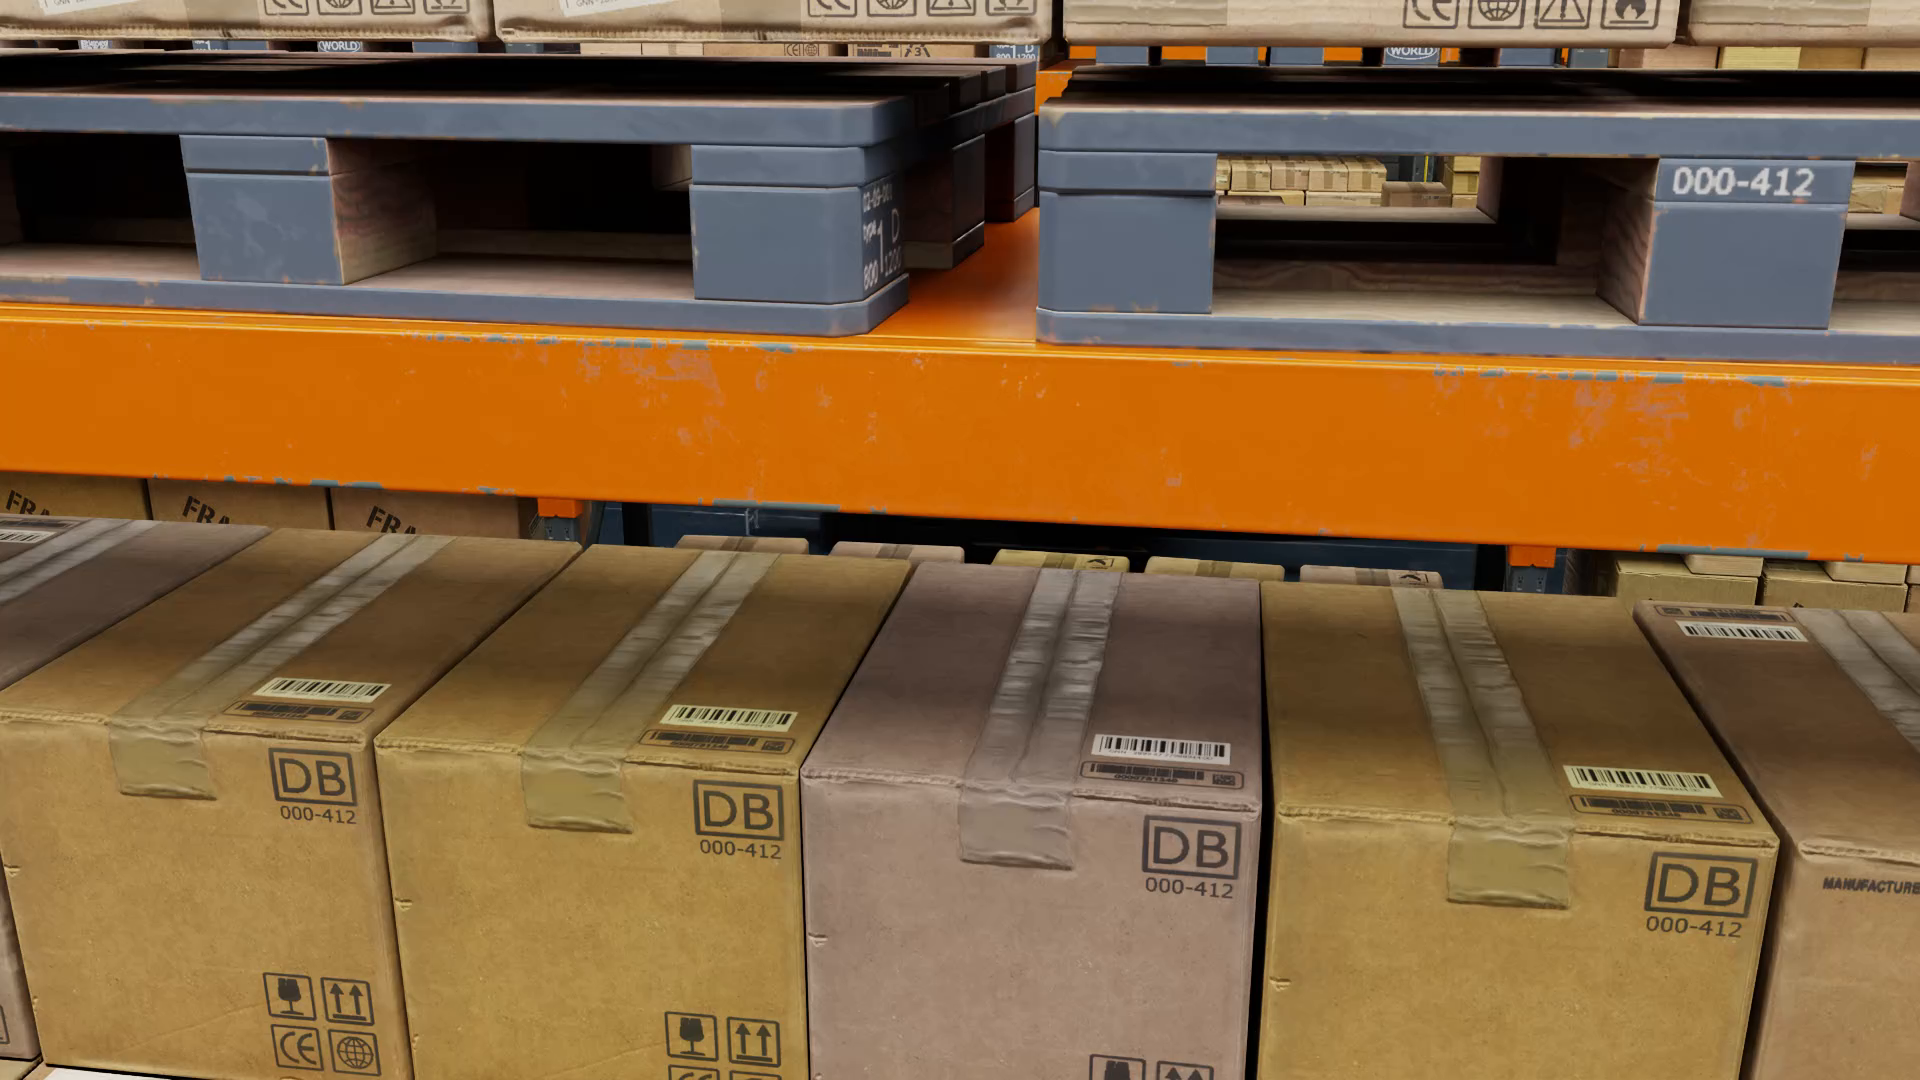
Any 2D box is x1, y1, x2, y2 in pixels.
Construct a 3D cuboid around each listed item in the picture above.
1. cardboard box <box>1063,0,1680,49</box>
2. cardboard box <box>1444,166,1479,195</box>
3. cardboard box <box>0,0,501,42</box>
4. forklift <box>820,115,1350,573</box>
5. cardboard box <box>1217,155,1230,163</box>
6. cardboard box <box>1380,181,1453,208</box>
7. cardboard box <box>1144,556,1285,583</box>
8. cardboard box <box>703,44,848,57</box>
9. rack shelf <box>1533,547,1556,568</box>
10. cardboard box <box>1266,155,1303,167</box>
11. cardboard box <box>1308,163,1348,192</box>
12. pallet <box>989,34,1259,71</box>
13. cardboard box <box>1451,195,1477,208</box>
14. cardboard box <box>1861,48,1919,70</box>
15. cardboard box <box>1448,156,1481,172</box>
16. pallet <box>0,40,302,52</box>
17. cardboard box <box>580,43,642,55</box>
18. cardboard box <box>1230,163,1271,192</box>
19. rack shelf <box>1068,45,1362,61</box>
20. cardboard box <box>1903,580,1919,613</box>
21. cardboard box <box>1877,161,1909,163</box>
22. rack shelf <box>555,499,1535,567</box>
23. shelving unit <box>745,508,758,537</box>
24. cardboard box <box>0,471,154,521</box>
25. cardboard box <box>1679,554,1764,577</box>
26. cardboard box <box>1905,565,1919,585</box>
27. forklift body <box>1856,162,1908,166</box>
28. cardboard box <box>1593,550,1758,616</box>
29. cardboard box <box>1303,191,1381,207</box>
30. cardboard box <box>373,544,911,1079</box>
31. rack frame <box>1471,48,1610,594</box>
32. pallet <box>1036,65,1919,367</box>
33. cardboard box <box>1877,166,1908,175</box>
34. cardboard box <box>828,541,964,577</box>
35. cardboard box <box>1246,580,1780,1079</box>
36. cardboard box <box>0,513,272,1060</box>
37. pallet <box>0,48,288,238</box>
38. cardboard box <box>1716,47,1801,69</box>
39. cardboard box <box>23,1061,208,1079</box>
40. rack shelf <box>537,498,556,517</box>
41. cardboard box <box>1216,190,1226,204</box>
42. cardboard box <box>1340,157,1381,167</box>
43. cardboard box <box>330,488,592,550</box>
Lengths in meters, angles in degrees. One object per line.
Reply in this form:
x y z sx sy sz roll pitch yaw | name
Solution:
0.372 -0.607 1.581 0.500 0.250 0.500 3 19 8 | cardboard box
3.368 -2.384 11.021 0.250 0.149 0.380 3 19 8 | cardboard box
-0.642 -0.688 1.726 0.500 0.311 0.500 3 19 8 | cardboard box
0.761 -1.362 9.253 3.031 2.935 1.130 2 19 6 | forklift
1.782 -2.637 11.777 0.250 0.149 0.380 3 19 9 | cardboard box
1.903 -1.402 6.955 0.250 0.149 0.380 3 19 8 | cardboard box
1.083 0.414 7.318 0.625 0.372 0.950 4 19 12 | cardboard box
-0.704 -2.193 6.744 0.500 0.500 0.700 3 19 9 | cardboard box
4.286 -0.130 6.599 4.000 0.370 1.077 3 19 9 | rack shelf
2.279 -2.610 11.697 0.250 0.149 0.380 3 19 8 | cardboard box
2.465 -2.437 11.181 0.250 0.149 0.380 3 19 8 | cardboard box
0.694 -2.021 6.685 1.003 0.211 1.213 3 19 9 | pallet
3.492 -2.071 11.107 0.500 0.500 0.500 2 19 7 | cardboard box
3.333 -1.749 5.973 0.250 0.149 0.380 3 19 10 | cardboard box
3.363 -2.515 10.942 0.250 0.149 0.380 3 19 10 | cardboard box
-3.387 -2.178 7.154 1.213 0.211 1.003 4 19 11 | pallet
-1.354 -2.008 6.745 0.250 0.149 0.380 3 19 9 | cardboard box
1.951 -2.438 11.182 0.250 0.149 0.380 2 19 7 | cardboard box
1.120 -3.309 11.373 4.000 0.370 1.077 3 19 9 | rack shelf
3.893 0.341 6.546 0.500 0.500 0.500 4 19 12 | cardboard box
5.912 -2.417 10.652 0.250 0.149 0.380 3 19 9 | cardboard box
0.337 -0.332 7.201 4.000 0.370 1.077 3 19 9 | rack shelf
-1.000 -0.607 9.725 0.503 1.200 0.258 2 19 6 | shelving unit
-4.069 -0.117 8.113 0.875 0.875 0.875 3 19 10 | cardboard box
2.965 0.009 6.517 0.250 0.149 0.380 3 19 9 | cardboard box
3.739 0.047 6.404 0.250 0.149 0.380 4 19 12 | cardboard box
4.883 -1.047 9.544 1.214 2.155 2.313 3 19 9 | forklift body
2.851 0.291 6.695 0.500 0.500 0.500 4 19 11 | cardboard box
2.570 -2.238 11.213 0.500 0.250 0.500 3 19 7 | cardboard box
-0.371 0.362 2.260 0.500 0.500 0.700 3 19 8 | cardboard box
2.311 -0.572 6.786 0.127 3.000 1.000 3 19 9 | rack frame
0.713 -0.379 1.782 1.217 0.209 0.805 2 19 6 | pallet
3.704 -1.078 6.097 0.500 0.500 0.700 3 19 7 | cardboard box
-0.352 0.340 7.540 0.625 0.372 0.950 3 19 8 | cardboard box
0.627 0.414 2.106 0.500 0.500 0.700 3 19 8 | cardboard box
-1.382 0.312 2.411 0.500 0.500 0.700 3 19 8 | cardboard box
-1.679 -0.535 2.244 1.003 0.211 1.213 4 19 11 | pallet
2.829 -1.752 5.979 0.250 0.149 0.380 3 19 9 | cardboard box
-0.923 0.892 2.251 0.500 0.500 0.500 3 19 9 | cardboard box
-3.613 -0.533 7.802 4.000 0.370 1.077 3 19 9 | rack shelf
1.557 -2.289 11.366 0.500 0.250 0.500 3 19 10 | cardboard box
2.782 -2.567 11.569 0.250 0.149 0.380 2 19 7 | cardboard box
-2.307 -0.026 7.840 0.875 0.875 0.875 3 19 8 | cardboard box
